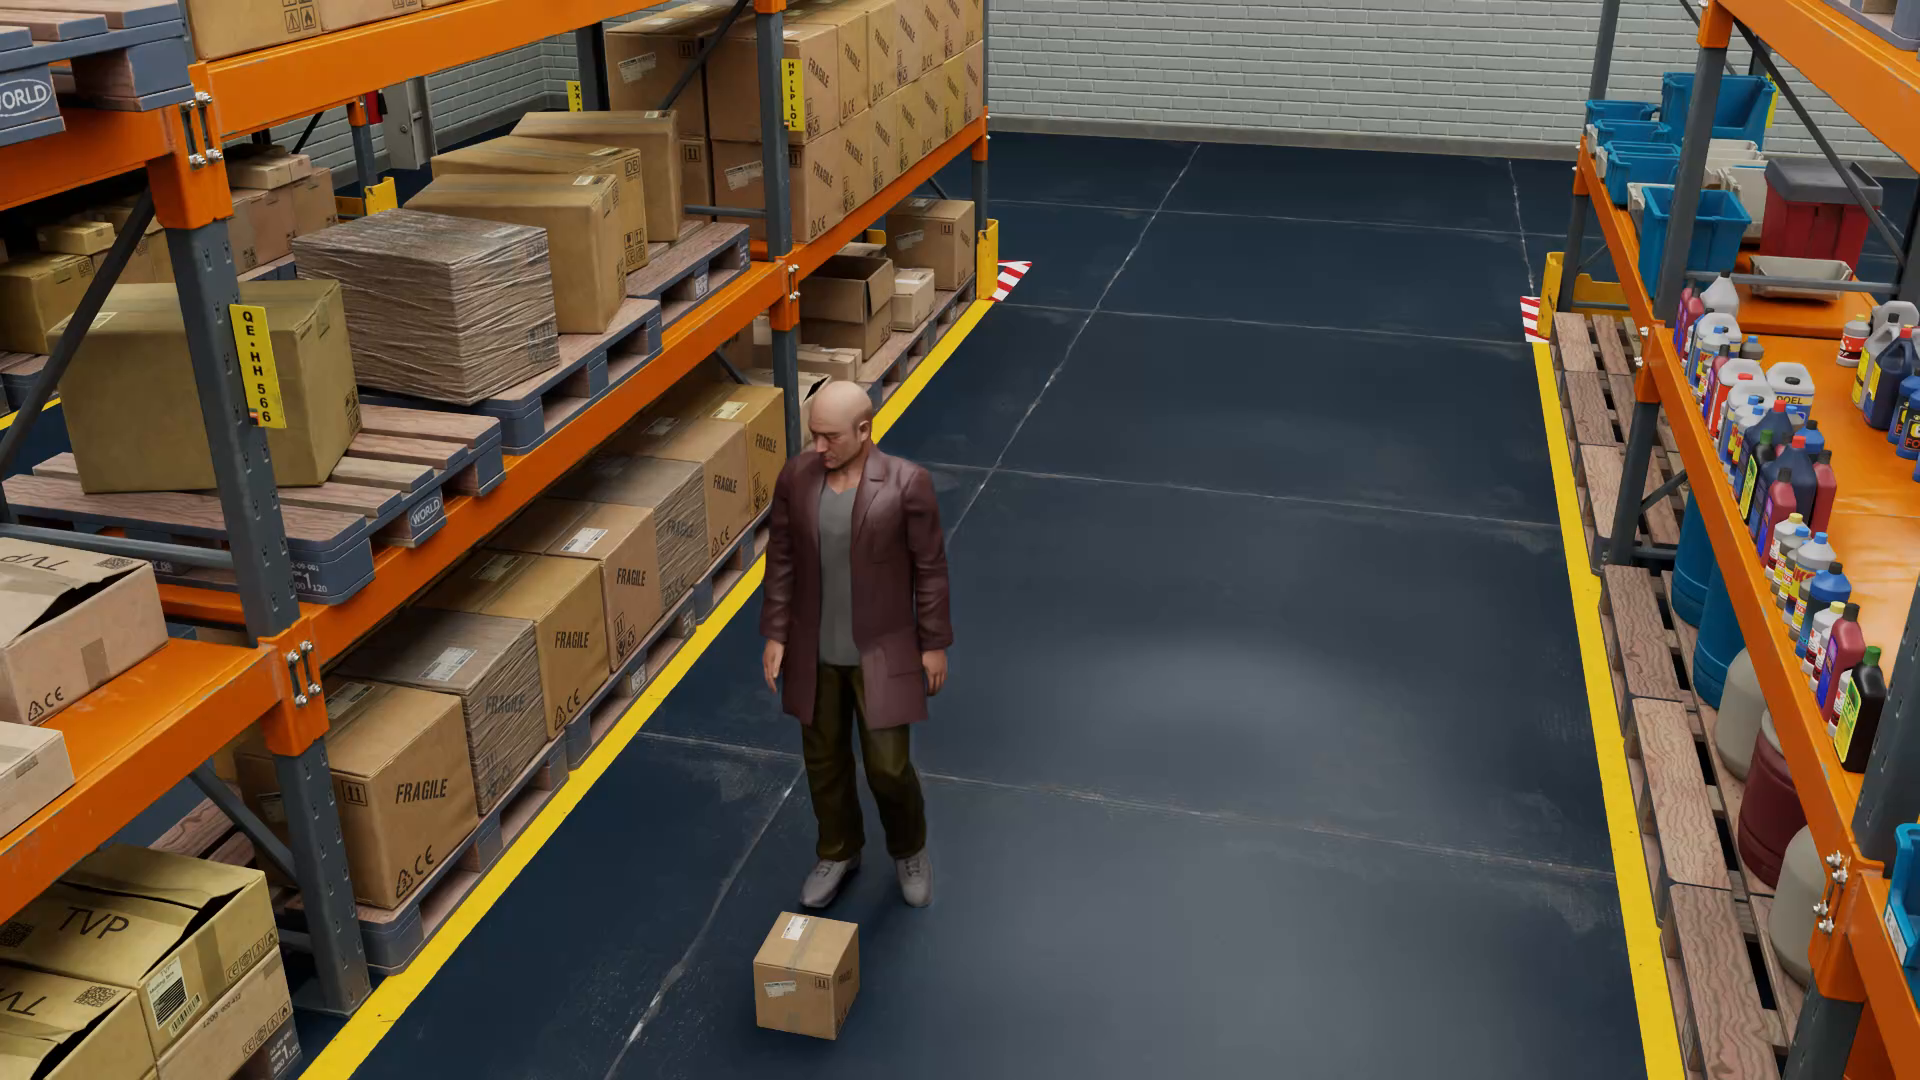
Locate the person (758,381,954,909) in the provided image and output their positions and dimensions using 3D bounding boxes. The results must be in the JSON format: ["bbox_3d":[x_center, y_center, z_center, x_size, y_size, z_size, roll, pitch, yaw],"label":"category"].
[{"bbox_3d":[-0.350,0.374,5.309,0.623,1.817,0.450,8,26,17],"label":"person"}]
